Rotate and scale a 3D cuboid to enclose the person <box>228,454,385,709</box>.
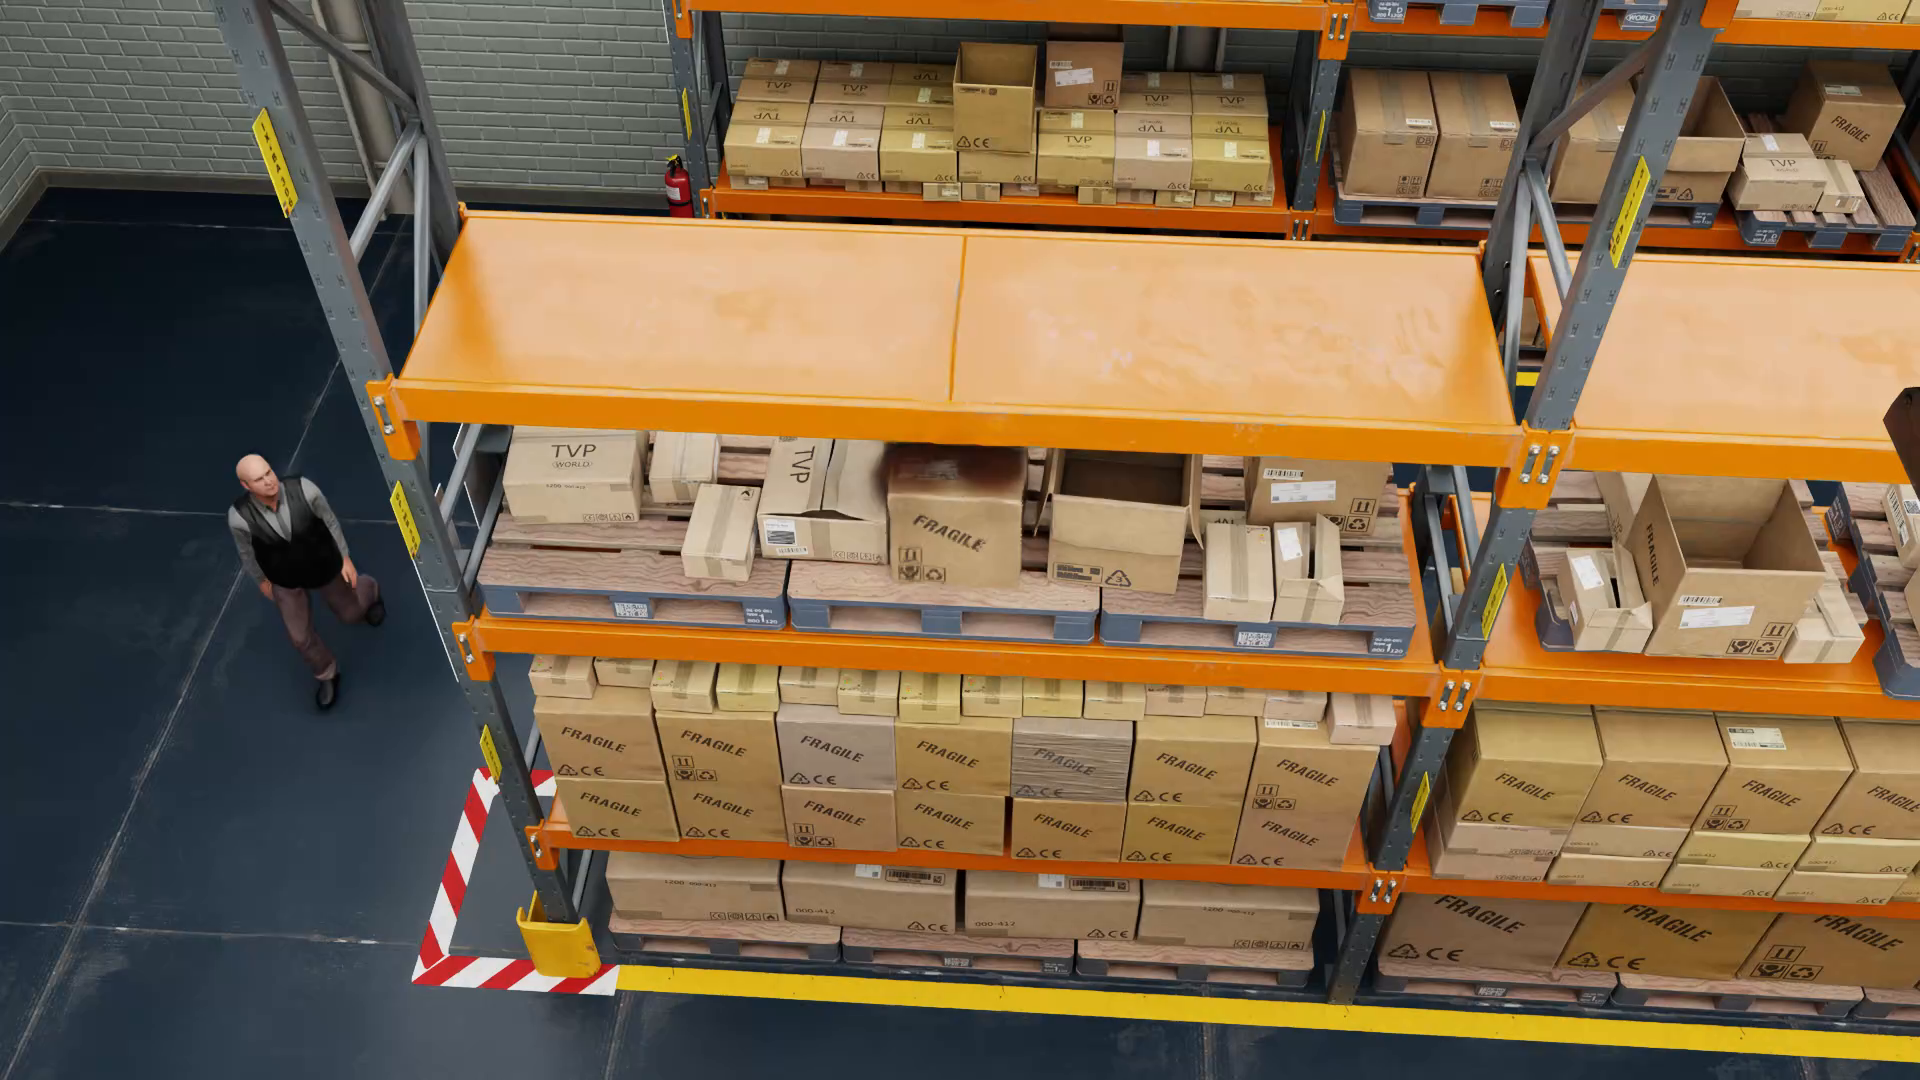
[{"bbox_3d":[-3.732,0.151,9.457,0.563,1.677,0.816,-3,48,-3],"label":"person"}]
